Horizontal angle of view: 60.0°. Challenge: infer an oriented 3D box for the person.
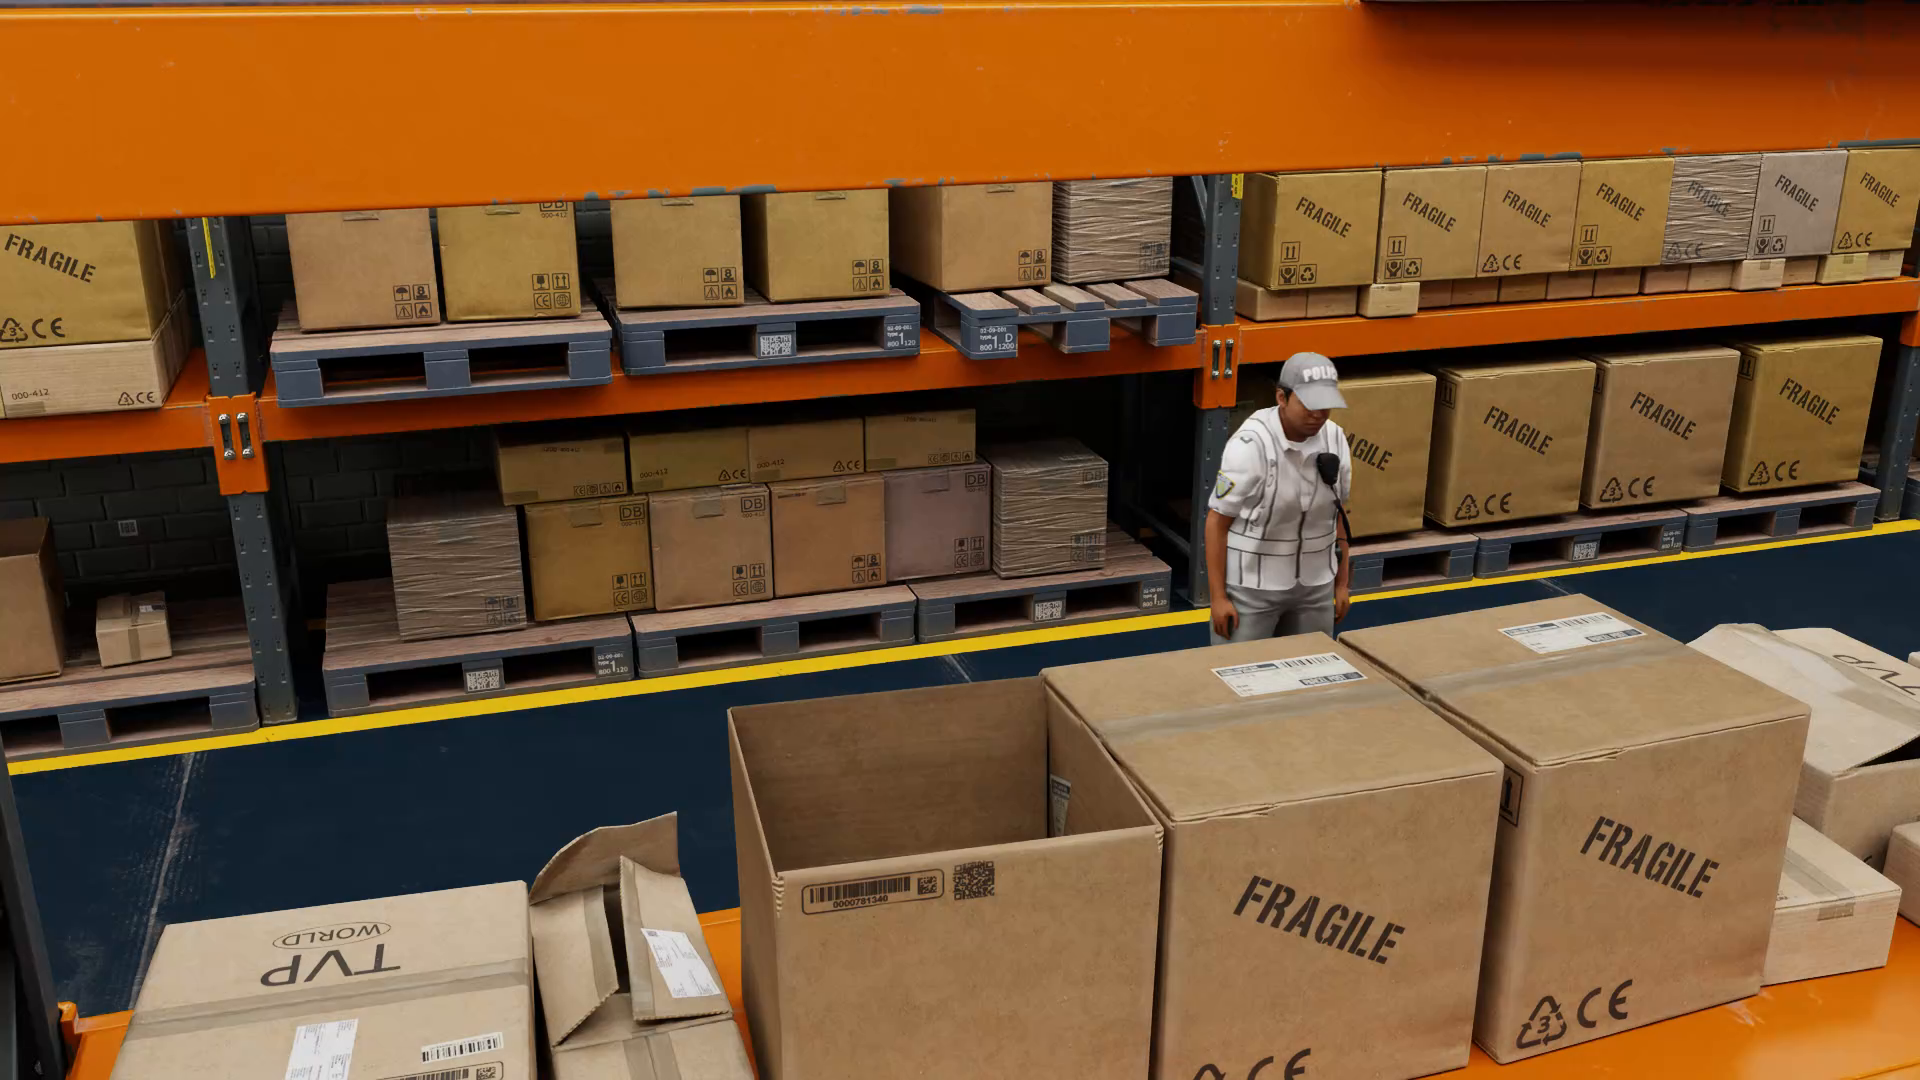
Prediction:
[{"bbox_3d":[1.060,0.179,5.547,0.541,1.666,0.468,-6,20,-17],"label":"person"}]
